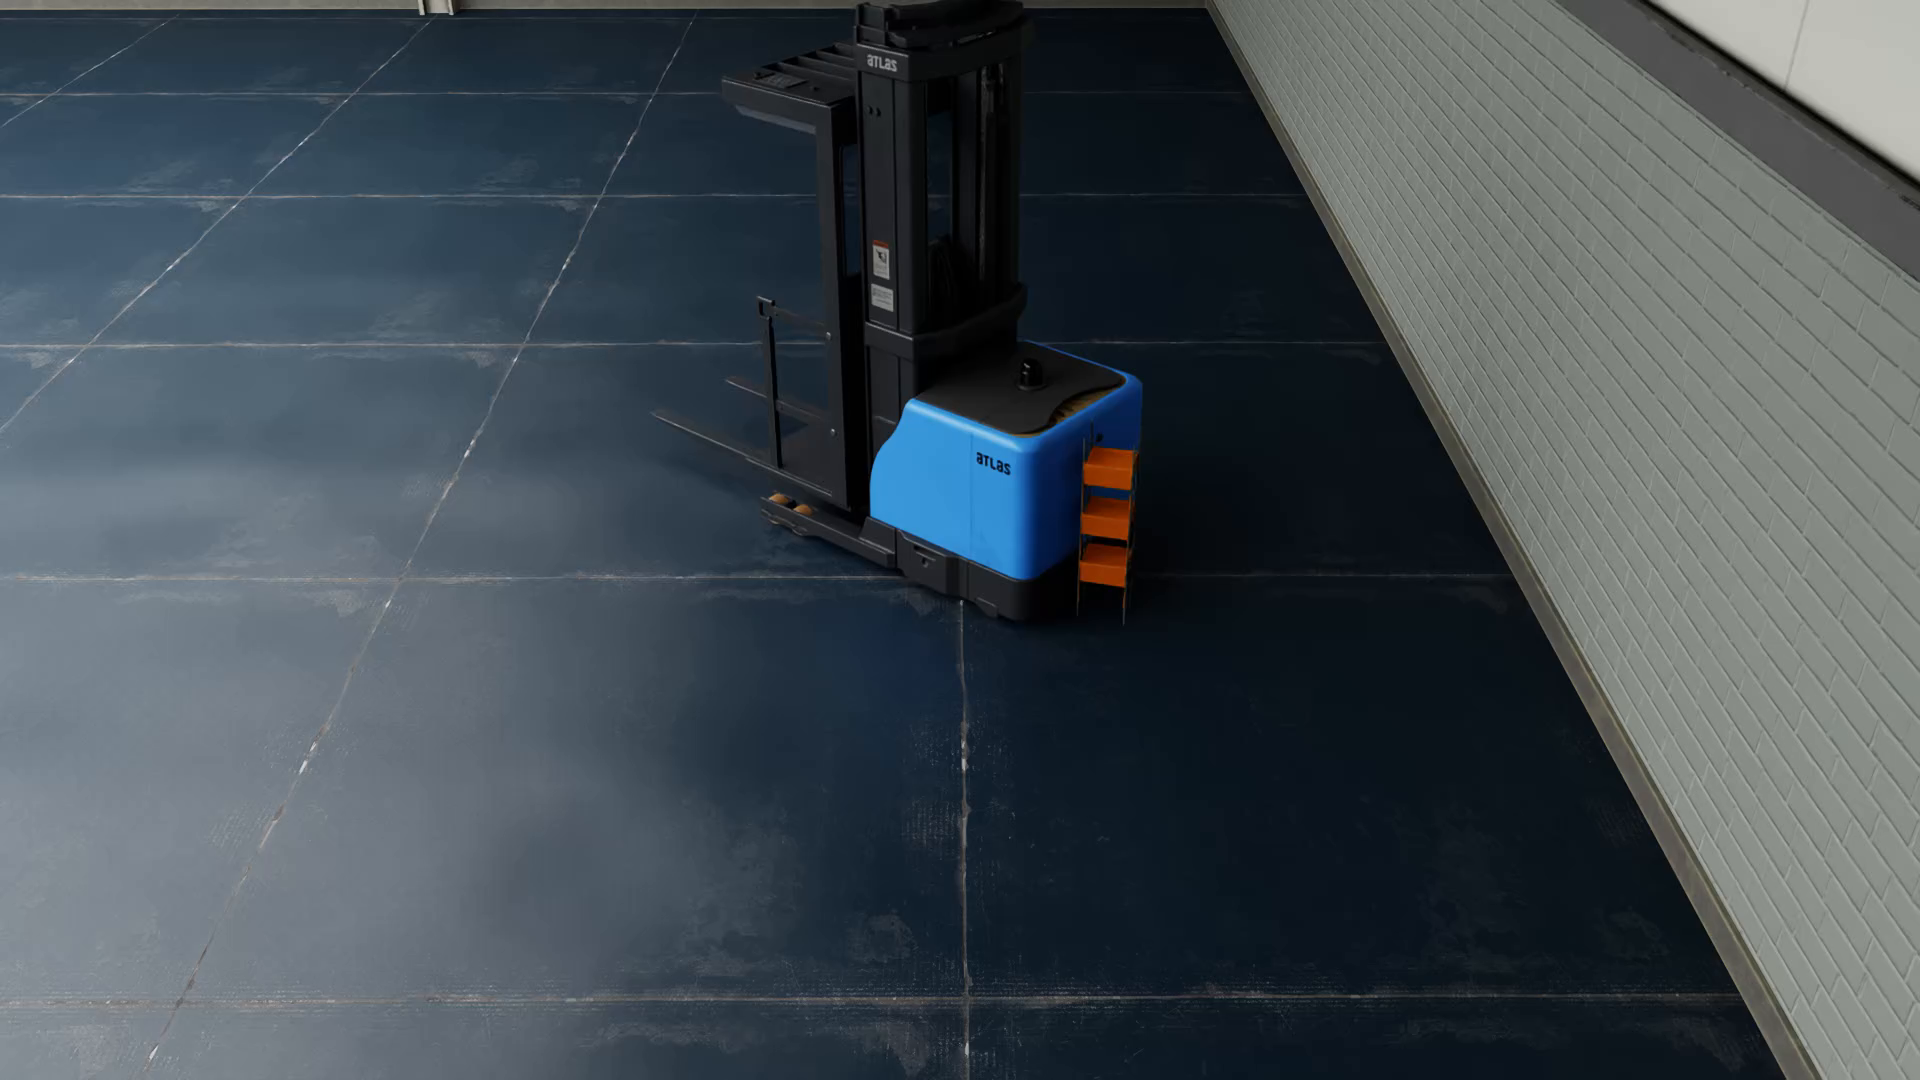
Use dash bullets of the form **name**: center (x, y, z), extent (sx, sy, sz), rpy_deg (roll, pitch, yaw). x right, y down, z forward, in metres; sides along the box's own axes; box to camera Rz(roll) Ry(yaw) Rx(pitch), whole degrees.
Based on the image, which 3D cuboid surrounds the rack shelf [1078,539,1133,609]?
- **rack shelf**: center (0.746, 0.174, 8.508), extent (0.240, 0.259, 0.215), rpy_deg (8, 32, 13)

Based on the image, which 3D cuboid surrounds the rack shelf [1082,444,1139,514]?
- **rack shelf**: center (0.746, -0.307, 8.217), extent (0.240, 0.259, 0.215), rpy_deg (8, 32, 13)

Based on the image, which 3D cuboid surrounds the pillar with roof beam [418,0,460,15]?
- **pillar with roof beam**: center (-6.043, -7.787, 13.409), extent (0.400, 9.000, 9.100), rpy_deg (0, 31, 0)

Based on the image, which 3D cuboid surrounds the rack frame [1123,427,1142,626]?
- **rack frame**: center (0.864, -0.056, 8.330), extent (0.008, 1.050, 0.200), rpy_deg (8, 32, 13)

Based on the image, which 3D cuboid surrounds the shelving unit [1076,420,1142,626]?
- **shelving unit**: center (0.746, -0.073, 8.358), extent (0.252, 1.050, 0.215), rpy_deg (8, 32, 13)

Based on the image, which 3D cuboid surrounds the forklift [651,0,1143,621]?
- **forklift**: center (-0.498, -1.467, 8.843), extent (3.031, 2.935, 1.130), rpy_deg (23, 38, 33)

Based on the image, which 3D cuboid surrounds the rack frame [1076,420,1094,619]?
- **rack frame**: center (0.628, -0.090, 8.386), extent (0.008, 1.050, 0.200), rpy_deg (8, 32, 13)

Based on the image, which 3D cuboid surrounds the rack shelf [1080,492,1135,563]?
- **rack shelf**: center (0.746, -0.064, 8.364), extent (0.240, 0.259, 0.215), rpy_deg (8, 32, 13)
